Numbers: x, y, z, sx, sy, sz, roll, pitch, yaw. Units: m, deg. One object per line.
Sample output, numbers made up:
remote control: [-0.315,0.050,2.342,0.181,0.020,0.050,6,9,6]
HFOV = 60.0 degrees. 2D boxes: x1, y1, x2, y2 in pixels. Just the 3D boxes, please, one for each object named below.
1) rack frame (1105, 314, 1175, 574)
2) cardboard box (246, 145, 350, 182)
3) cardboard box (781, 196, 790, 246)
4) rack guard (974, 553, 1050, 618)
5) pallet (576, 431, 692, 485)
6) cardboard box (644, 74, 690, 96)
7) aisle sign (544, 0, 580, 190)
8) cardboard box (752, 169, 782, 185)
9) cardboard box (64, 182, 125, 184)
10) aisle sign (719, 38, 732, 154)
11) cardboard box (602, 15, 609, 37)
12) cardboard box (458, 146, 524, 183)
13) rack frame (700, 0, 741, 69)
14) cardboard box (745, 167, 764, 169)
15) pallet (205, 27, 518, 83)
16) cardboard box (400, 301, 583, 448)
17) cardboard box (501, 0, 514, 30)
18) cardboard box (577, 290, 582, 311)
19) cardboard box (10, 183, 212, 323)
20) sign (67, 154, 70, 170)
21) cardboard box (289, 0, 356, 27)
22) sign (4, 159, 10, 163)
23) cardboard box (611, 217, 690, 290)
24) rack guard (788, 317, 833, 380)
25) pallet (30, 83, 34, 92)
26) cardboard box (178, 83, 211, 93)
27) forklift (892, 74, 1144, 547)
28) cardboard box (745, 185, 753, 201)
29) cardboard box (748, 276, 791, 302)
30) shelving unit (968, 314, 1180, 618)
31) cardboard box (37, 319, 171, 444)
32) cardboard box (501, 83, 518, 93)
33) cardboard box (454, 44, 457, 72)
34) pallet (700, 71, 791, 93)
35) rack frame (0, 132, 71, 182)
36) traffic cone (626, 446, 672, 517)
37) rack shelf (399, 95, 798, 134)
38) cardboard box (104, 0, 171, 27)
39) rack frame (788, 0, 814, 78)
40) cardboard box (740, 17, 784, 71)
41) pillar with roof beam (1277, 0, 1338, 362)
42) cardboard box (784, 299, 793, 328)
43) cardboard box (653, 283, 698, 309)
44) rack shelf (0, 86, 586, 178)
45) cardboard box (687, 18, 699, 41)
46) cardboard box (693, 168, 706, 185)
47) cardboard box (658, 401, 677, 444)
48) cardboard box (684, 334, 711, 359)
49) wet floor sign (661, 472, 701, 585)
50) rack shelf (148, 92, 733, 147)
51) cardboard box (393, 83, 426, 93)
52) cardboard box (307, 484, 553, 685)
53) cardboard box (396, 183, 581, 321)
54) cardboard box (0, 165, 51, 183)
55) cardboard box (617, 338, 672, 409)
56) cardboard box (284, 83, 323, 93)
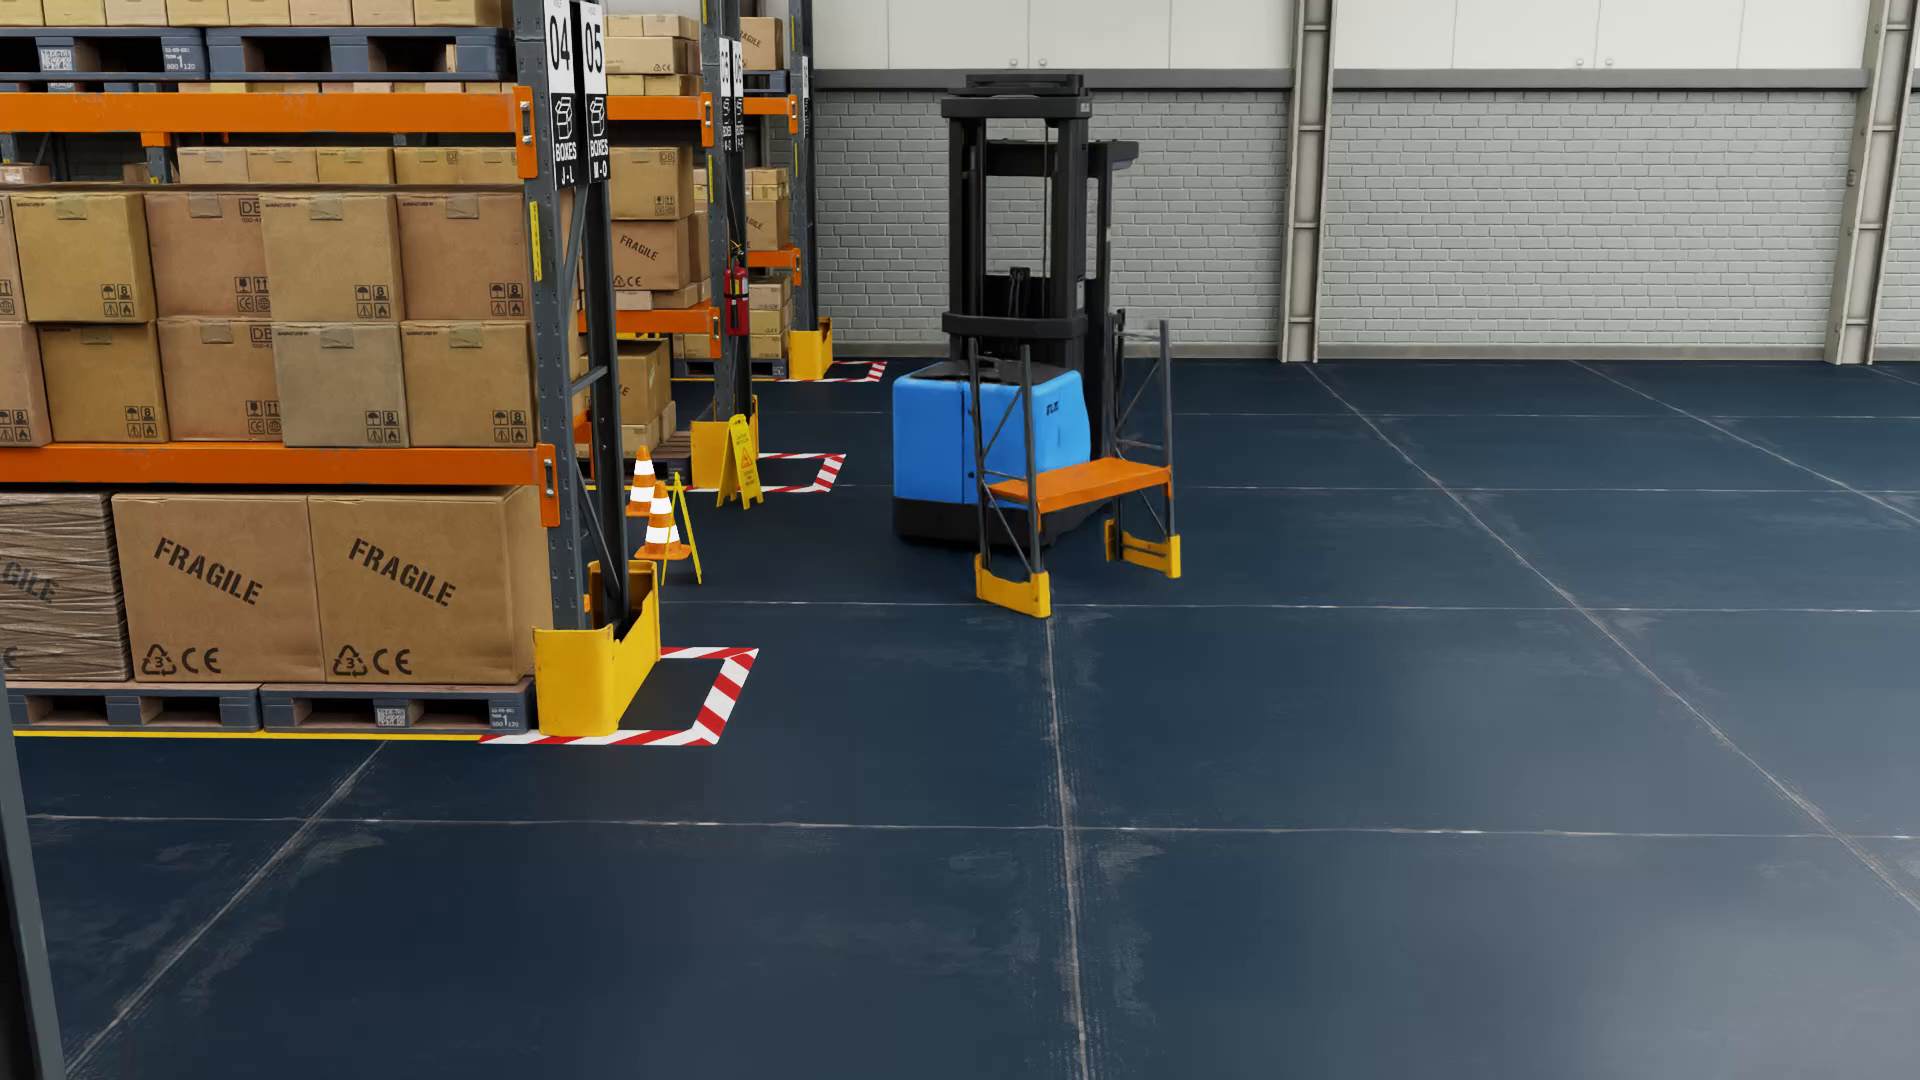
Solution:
rack frame: [1.061,-0.557,9.766,0.032,1.500,0.500,-14,18,-35]
cardboard box: [-4.776,-2.612,12.120,0.500,0.500,0.700,0,15,2]
cardboard box: [-2.087,-3.365,17.519,0.500,0.500,0.500,1,15,3]
rack guard: [0.289,0.251,9.350,0.087,0.250,0.587,-14,18,-35]
pallet: [-2.609,-0.644,12.865,1.213,0.211,1.003,0,15,1]
cardboard box: [-2.086,-3.237,11.841,0.250,0.149,0.380,0,15,2]
aisle sign: [-1.684,-1.894,7.043,0.004,0.787,0.394,0,15,1]
cardboard box: [-1.963,-3.697,16.923,0.250,0.149,0.380,0,15,2]
cardboard box: [-6.683,-2.478,12.749,0.500,0.500,0.500,0,15,2]
aisle sign: [-1.668,-3.160,11.840,0.004,0.787,0.394,0,15,1]
cardboard box: [-2.580,-3.627,11.756,0.250,0.149,0.380,0,15,1]
cardboard box: [-3.257,-2.583,12.010,0.500,0.500,0.700,0,15,1]
rack frame: [-1.722,-4.878,11.688,0.127,3.000,1.000,0,15,1]
cardboard box: [-2.194,-3.823,17.400,0.250,0.149,0.380,1,15,3]
pallet: [-2.489,-2.124,7.303,1.213,0.211,1.003,0,15,1]
cardboard box: [-2.120,-0.777,7.613,0.550,0.550,0.875,0,15,1]
cardboard box: [-2.082,-2.378,7.568,0.250,0.149,0.380,0,15,2]
cardboard box: [-2.871,-1.778,12.191,0.250,0.149,0.380,1,15,2]
cardboard box: [-3.759,-1.310,7.513,0.500,0.550,0.875,0,15,1]
sign: [-9.586,-3.996,17.838,0.005,0.325,0.100,0,15,1]
cardboard box: [-2.597,-2.213,6.943,0.250,0.149,0.380,1,15,2]
sign: [-9.601,-3.678,16.787,0.005,0.325,0.100,0,15,1]
cardboard box: [-2.272,-2.102,12.150,0.500,0.500,0.500,0,15,0]
rack guard: [-1.575,-2.034,17.570,0.348,0.500,1.175,0,15,1]
pallet: [-7.372,-3.400,12.334,1.003,0.211,1.213,0,15,1]
cardboard box: [-5.412,-3.267,11.954,0.250,0.149,0.380,0,15,1]
forklift: [0.574,-1.702,11.544,1.130,2.935,3.031,6,16,21]
cardboard box: [-2.209,-3.530,16.871,0.250,0.149,0.380,1,15,2]
cardboard box: [-2.075,-2.651,17.616,0.500,0.250,0.500,0,15,1]
shelving unit: [0.648,-0.452,9.471,1.083,1.500,0.587,-14,18,-35]
cardboard box: [-3.758,-0.804,7.713,0.500,0.550,0.875,0,15,1]
cardboard box: [-3.102,-3.249,11.886,0.250,0.149,0.380,0,15,1]
cardboard box: [-3.262,-3.439,11.826,0.500,0.250,0.500,1,15,3]
pallet: [-2.305,-4.662,16.923,1.213,0.211,1.003,0,15,1]
rack frame: [-9.596,-3.295,17.449,0.127,3.000,1.000,0,15,1]
traffic cone: [-2.185,-0.424,11.541,0.334,0.463,0.336,0,15,1]
rack shelf: [-3.598,-4.358,17.010,4.000,0.370,1.077,0,15,1]
cardboard box: [-3.359,-2.218,6.962,0.250,0.149,0.380,0,15,2]
rack frame: [-1.599,-6.144,16.486,0.127,3.000,1.000,0,15,1]
cardboard box: [-2.048,-4.934,16.565,0.500,0.500,0.500,1,15,3]
pillar with roof beam: [3.616,-5.241,13.065,0.400,9.000,9.100,0,15,1]
cardboard box: [-2.064,-2.414,17.697,0.500,0.250,0.500,1,15,2]
cardboard box: [-2.101,-1.803,12.288,0.250,0.149,0.380,1,15,3]
rack shelf: [-3.747,-1.830,7.425,4.000,0.370,1.077,0,15,1]
cardboard box: [-2.072,-3.746,12.207,0.250,0.149,0.380,0,15,1]
cardboard box: [-2.719,-3.706,16.958,0.250,0.149,0.380,0,15,2]
cardboard box: [-2.521,-0.926,13.038,0.500,0.250,0.500,0,15,1]
cardboard box: [-2.574,-2.045,17.276,0.500,0.250,0.500,0,15,1]
wet floor sign: [-1.668,-0.080,9.880,0.232,0.644,0.267,-2,15,-8]
rack shelf: [-3.721,-3.093,12.212,4.000,0.370,1.077,0,15,1]
cardboard box: [-3.871,-3.257,11.918,0.250,0.149,0.380,0,15,2]
cardboard box: [-2.427,0.123,7.837,0.875,0.875,0.875,0,15,2]
cardboard box: [-2.117,-1.321,7.556,0.550,0.550,0.875,0,15,1]
cardboard box: [-6.877,-2.659,12.163,0.250,0.149,0.380,0,15,0]
cardboard box: [-2.545,-1.289,12.942,0.500,0.500,0.500,0,15,0]
cardboard box: [-4.655,-3.266,11.953,0.250,0.149,0.380,1,15,3]
